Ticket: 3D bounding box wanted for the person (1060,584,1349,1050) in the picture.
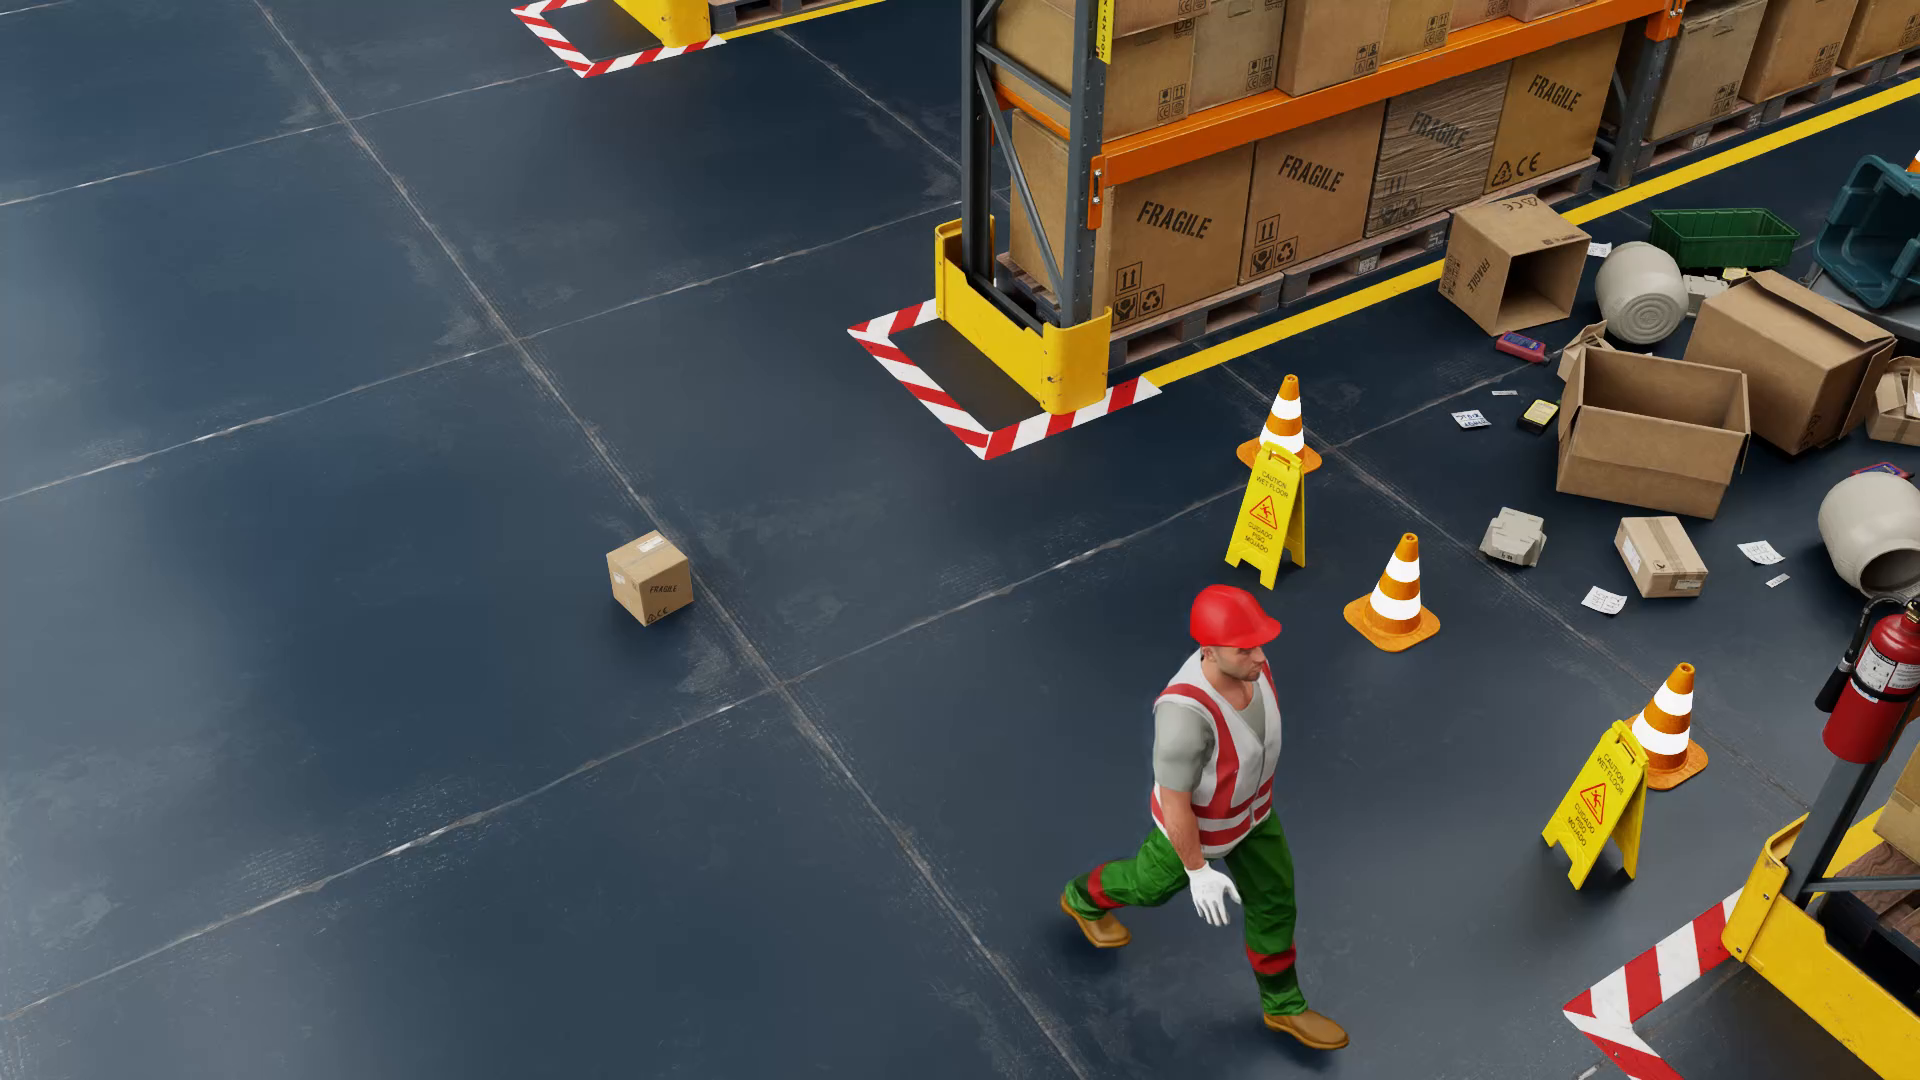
[{"bbox_3d":[0.804,0.863,5.135,1.061,1.745,0.567,32,50,32],"label":"person"}]
